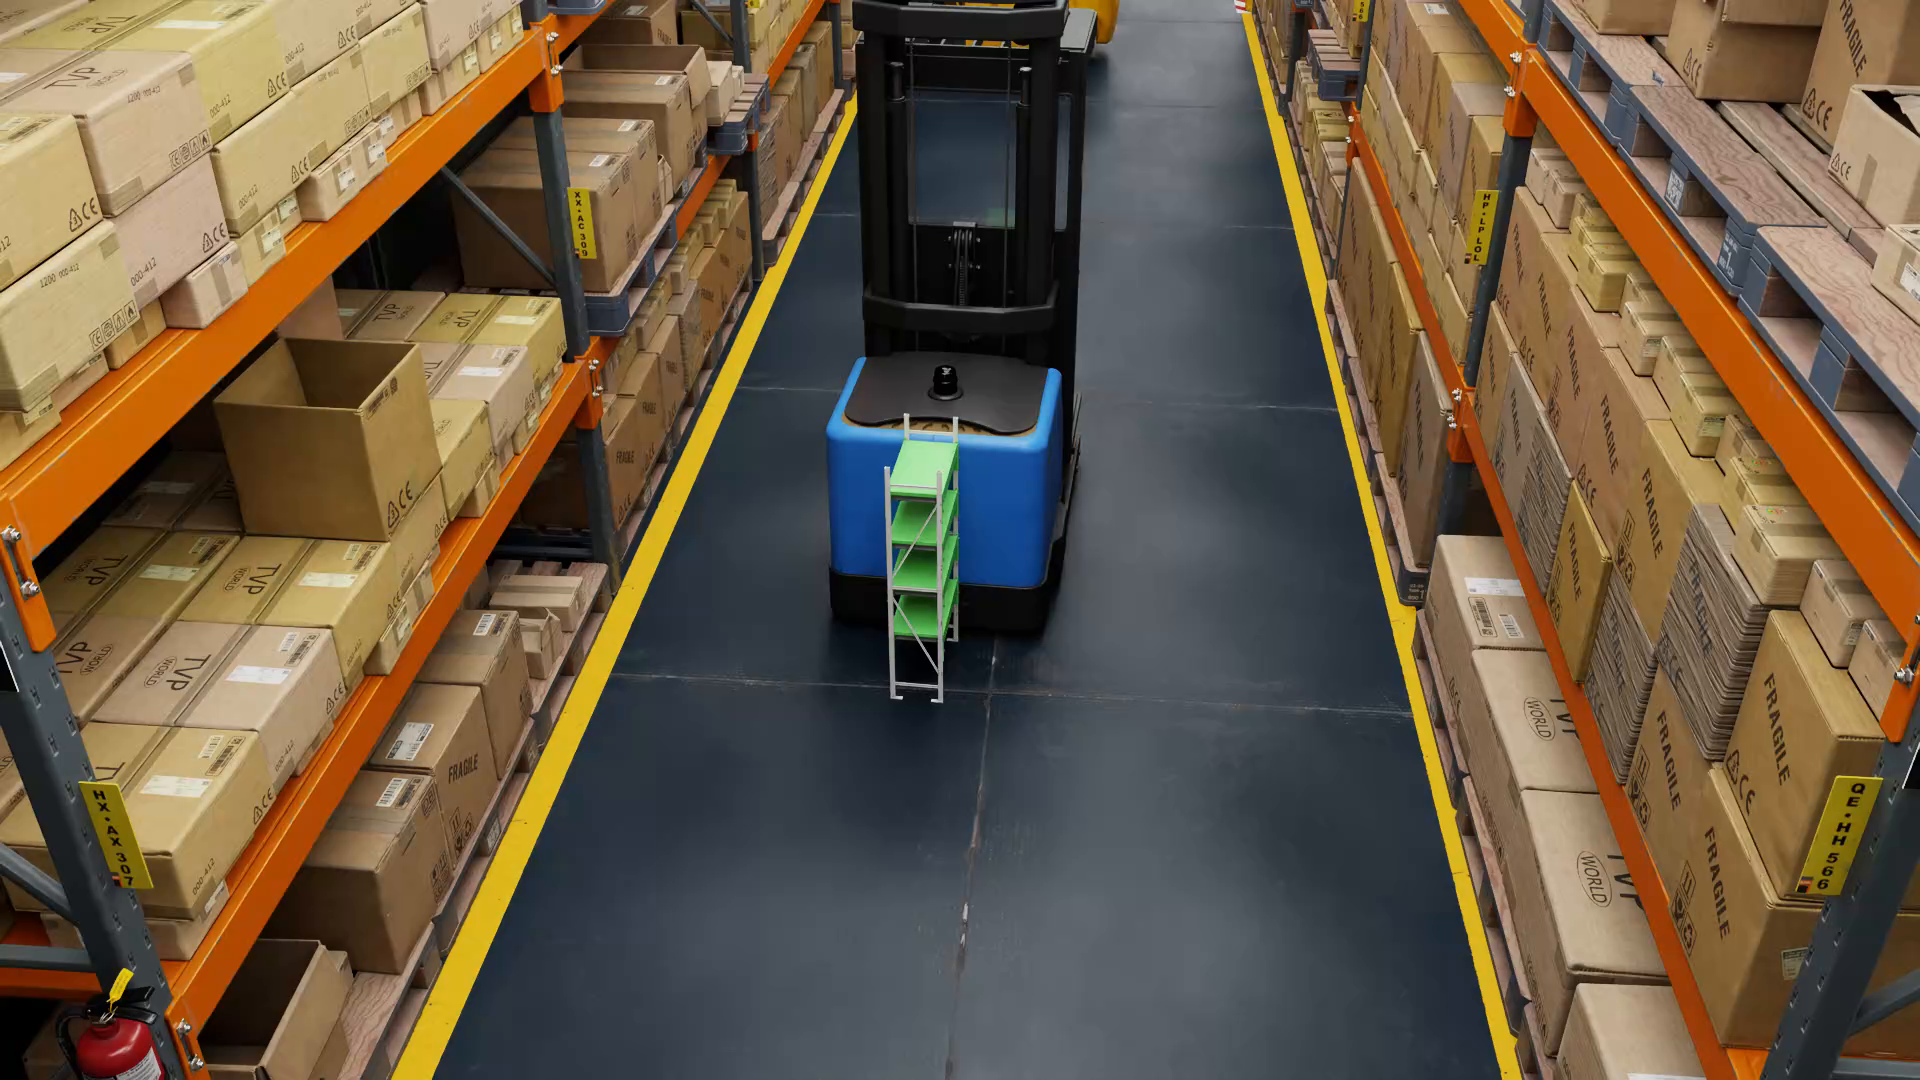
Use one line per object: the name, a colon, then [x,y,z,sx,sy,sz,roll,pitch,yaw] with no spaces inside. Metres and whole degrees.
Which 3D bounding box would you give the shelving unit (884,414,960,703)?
shelving unit: [-0.162,0.090,7.460,0.258,1.200,0.503,4,32,7]

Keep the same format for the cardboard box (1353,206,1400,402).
cardboard box: [2.846,-1.378,9.751,0.875,0.875,0.875,3,32,5]

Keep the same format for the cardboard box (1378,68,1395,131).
cardboard box: [2.732,-2.552,9.698,0.500,0.250,0.500,3,32,5]

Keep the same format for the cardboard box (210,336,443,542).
cardboard box: [-2.109,-0.346,5.597,0.500,0.500,0.500,3,32,5]

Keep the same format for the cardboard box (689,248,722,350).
cardboard box: [-1.797,-1.487,10.285,0.500,0.500,0.500,4,32,6]

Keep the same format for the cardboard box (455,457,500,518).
cardboard box: [-2.023,-0.216,6.482,0.380,0.149,0.250,2,32,3]

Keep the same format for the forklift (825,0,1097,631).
forklift: [0.087,-1.571,8.506,1.130,2.935,3.031,4,32,7]

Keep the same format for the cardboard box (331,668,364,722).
cardboard box: [-2.177,0.450,5.400,0.380,0.149,0.250,3,32,5]

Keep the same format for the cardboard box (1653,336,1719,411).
cardboard box: [2.330,-0.491,5.020,0.380,0.149,0.250,3,32,6]

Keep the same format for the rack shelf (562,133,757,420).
rack shelf: [-2.048,-1.785,9.473,1.077,0.370,4.000,2,32,4]

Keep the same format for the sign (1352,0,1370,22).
sign: [2.521,-3.405,10.387,0.100,0.325,0.005,2,32,4]

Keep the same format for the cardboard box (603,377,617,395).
cardboard box: [-1.971,-0.761,8.489,0.380,0.149,0.250,2,32,3]

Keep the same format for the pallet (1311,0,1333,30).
pallet: [3.183,-3.882,12.374,1.003,0.211,1.213,2,32,4]

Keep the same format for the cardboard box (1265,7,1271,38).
cardboard box: [3.291,-5.156,16.478,0.500,0.250,0.500,5,32,7]

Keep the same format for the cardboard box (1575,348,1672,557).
cardboard box: [2.313,-0.270,5.281,0.500,0.500,0.500,2,32,4]

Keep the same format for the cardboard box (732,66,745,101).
cardboard box: [-1.556,-2.849,10.353,0.380,0.149,0.250,3,32,5]

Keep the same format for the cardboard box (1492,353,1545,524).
cardboard box: [2.392,-0.381,6.414,0.500,0.500,0.500,3,32,4]

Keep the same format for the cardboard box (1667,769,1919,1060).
cardboard box: [2.186,0.950,4.254,0.500,0.500,0.500,3,32,4]

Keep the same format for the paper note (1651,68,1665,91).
paper note: [2.002,-1.325,4.777,0.006,0.032,0.123,3,32,4]

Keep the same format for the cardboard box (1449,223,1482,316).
cardboard box: [2.530,-1.226,7.546,0.500,0.250,0.500,2,32,4]

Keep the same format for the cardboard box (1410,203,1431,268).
cardboard box: [2.625,-1.546,8.543,0.500,0.250,0.500,2,32,3]

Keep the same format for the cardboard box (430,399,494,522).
cardboard box: [-2.089,-0.309,6.252,0.500,0.250,0.500,2,32,4]

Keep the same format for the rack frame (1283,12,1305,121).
rack frame: [3.388,-5.019,14.035,1.000,3.000,0.127,2,32,4]

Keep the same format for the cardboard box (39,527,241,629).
cardboard box: [-2.675,0.203,5.421,0.500,0.250,0.500,3,32,6]

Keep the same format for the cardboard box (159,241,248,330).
cardboard box: [-2.123,-0.678,4.372,0.380,0.149,0.250,3,32,5]

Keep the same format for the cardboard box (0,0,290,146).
cardboard box: [-2.163,-1.256,4.453,0.500,0.250,0.500,2,32,3]

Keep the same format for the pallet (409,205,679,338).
pallet: [-2.037,-1.377,8.309,1.003,0.211,1.213,2,32,4]

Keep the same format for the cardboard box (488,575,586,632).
cardboard box: [-1.964,0.293,7.732,0.380,0.149,0.250,2,32,2]

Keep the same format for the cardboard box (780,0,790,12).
cardboard box: [-1.503,-4.043,12.117,0.500,0.250,0.500,2,32,3]

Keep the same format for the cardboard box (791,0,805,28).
cardboard box: [-1.481,-4.099,12.685,0.500,0.250,0.500,3,32,6]

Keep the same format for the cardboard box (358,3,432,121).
cardboard box: [-2.086,-1.583,5.460,0.500,0.250,0.500,3,32,5]

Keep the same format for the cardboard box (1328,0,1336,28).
cardboard box: [2.817,-3.733,11.788,0.380,0.149,0.250,3,32,5]

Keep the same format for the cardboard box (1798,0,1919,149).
cardboard box: [2.725,-1.333,4.603,0.500,0.500,0.500,3,32,5]

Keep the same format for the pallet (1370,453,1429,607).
pallet: [2.724,-0.055,8.638,1.003,0.211,1.213,2,32,4]

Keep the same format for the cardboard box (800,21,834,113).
cardboard box: [-1.591,-4.123,14.445,0.875,0.625,0.625,4,32,6]

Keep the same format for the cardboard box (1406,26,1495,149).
cardboard box: [2.646,-2.355,8.663,0.500,0.500,0.500,3,32,5]

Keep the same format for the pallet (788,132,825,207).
pallet: [-1.677,-3.015,13.441,1.003,0.211,1.213,2,32,4]

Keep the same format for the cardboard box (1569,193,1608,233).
cardboard box: [2.469,-1.156,6.100,0.380,0.149,0.250,2,32,3]

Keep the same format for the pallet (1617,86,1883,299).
pallet: [2.558,-1.011,4.757,1.003,0.211,1.213,2,32,4]

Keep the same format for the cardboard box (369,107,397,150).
cardboard box: [-2.089,-1.348,5.459,0.380,0.149,0.250,3,32,4]

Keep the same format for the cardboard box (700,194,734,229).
cardboard box: [-1.664,-2.115,10.687,0.380,0.149,0.250,1,32,1]

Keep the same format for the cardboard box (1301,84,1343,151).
cardboard box: [3.293,-3.428,13.559,0.950,0.372,0.625,4,32,7]

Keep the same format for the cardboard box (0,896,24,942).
cardboard box: [-2.777,0.968,4.559,0.380,0.149,0.250,2,32,3]

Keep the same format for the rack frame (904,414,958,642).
rack frame: [-0.128,-0.036,7.665,0.240,1.200,0.015,4,32,7]

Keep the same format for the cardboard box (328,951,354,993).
cardboard box: [-2.319,1.545,5.702,0.380,0.149,0.250,1,32,2]

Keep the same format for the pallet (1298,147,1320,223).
pallet: [3.229,-2.785,13.068,1.003,0.211,1.213,2,32,4]

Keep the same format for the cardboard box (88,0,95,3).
cardboard box: [-2.636,-1.553,4.935,0.500,0.250,0.500,2,32,4]

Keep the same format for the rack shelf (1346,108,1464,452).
rack shelf: [2.899,-1.575,9.133,1.077,0.370,4.000,2,32,4]

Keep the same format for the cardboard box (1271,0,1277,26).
cardboard box: [3.249,-5.200,15.835,0.500,0.500,0.500,4,32,7]

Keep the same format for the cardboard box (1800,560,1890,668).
cardboard box: [2.237,0.182,3.930,0.380,0.149,0.250,3,32,5]

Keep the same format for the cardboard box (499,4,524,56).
cardboard box: [-1.946,-2.015,6.541,0.380,0.149,0.250,2,32,4]

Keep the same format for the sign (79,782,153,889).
sign: [-1.996,0.700,3.929,0.100,0.325,0.005,2,32,4]

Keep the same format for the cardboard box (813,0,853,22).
cardboard box: [-1.207,-4.902,15.113,0.500,0.250,0.500,2,32,3]

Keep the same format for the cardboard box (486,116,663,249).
cardboard box: [-1.906,-1.781,8.286,0.700,0.500,0.500,3,32,5]

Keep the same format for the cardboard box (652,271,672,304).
cardboard box: [-1.880,-1.441,9.592,0.380,0.149,0.250,3,32,4]

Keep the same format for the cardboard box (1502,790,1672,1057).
cardboard box: [2.431,1.340,5.759,0.875,0.438,0.875,3,32,5]

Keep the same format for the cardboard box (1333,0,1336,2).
cardboard box: [2.893,-4.060,11.699,0.500,0.500,0.500,0,32,1]
